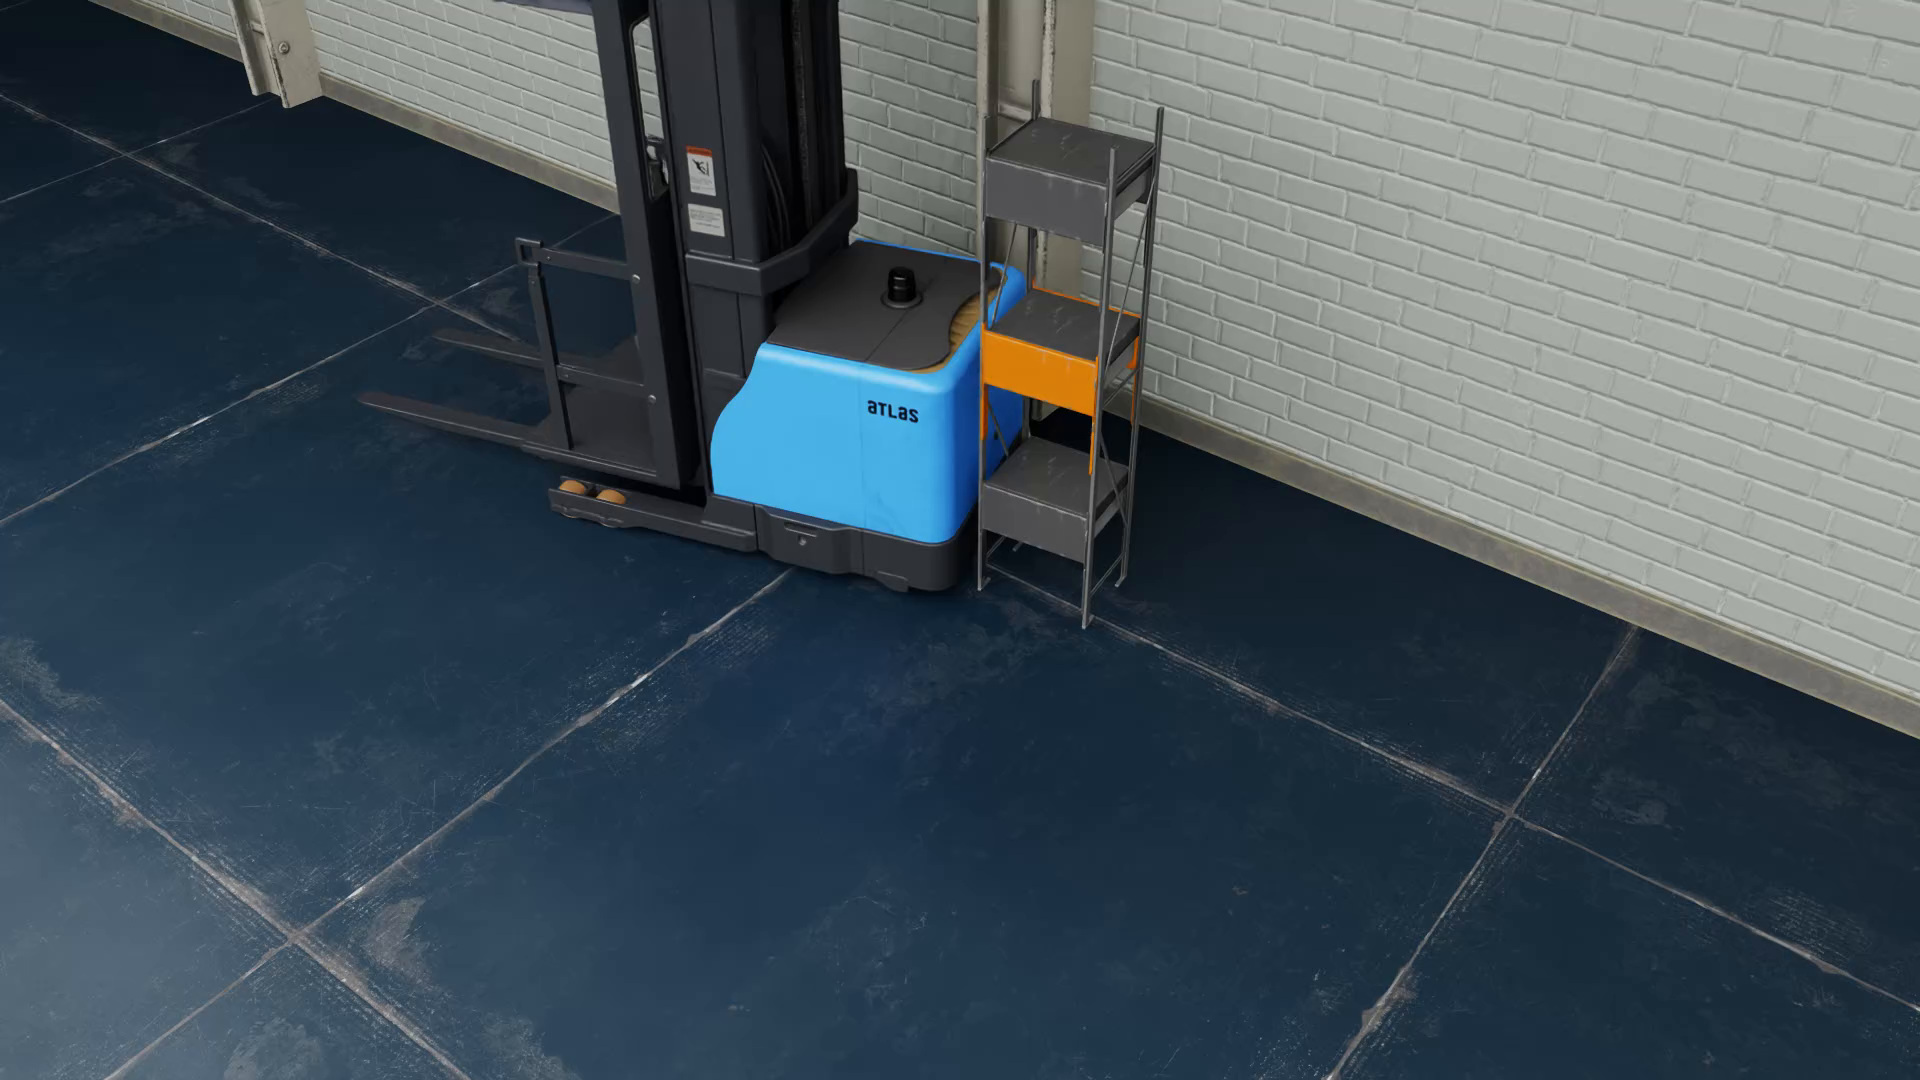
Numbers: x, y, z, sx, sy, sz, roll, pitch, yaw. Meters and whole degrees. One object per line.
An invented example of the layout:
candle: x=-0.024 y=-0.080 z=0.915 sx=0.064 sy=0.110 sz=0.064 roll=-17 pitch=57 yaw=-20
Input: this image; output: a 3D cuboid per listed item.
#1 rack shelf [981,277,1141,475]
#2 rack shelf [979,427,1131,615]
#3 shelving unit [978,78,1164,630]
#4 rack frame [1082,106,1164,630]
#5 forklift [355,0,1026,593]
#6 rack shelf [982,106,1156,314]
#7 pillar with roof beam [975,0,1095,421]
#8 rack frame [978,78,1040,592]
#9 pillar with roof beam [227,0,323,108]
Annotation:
rack shelf: x=0.391 y=-0.634 z=6.378 sx=0.480 sy=0.518 sz=0.431 roll=19 pitch=42 yaw=23
rack shelf: x=0.391 y=-0.082 z=6.810 sx=0.480 sy=0.518 sz=0.431 roll=19 pitch=42 yaw=23
shelving unit: x=0.391 y=-0.644 z=6.370 sx=0.503 sy=2.100 sz=0.431 roll=19 pitch=42 yaw=23
rack frame: x=0.603 y=-0.570 z=6.274 sx=0.015 sy=2.100 sz=0.400 roll=19 pitch=42 yaw=23
forklift: x=-1.278 y=-1.498 z=6.785 sx=3.031 sy=2.935 sz=1.130 roll=13 pitch=40 yaw=16
rack shelf: x=0.391 y=-1.185 z=5.947 sx=0.480 sy=0.518 sz=0.431 roll=19 pitch=42 yaw=23
pillar with roof beam: x=-2.298 y=-2.152 z=2.699 sx=0.400 sy=9.000 sz=9.100 roll=25 pitch=45 yaw=29
rack frame: x=0.180 y=-0.719 z=6.465 sx=0.015 sy=2.100 sz=0.400 roll=19 pitch=42 yaw=23
pillar with roof beam: x=-7.063 y=-4.399 z=5.569 sx=0.400 sy=9.000 sz=9.100 roll=25 pitch=45 yaw=29
